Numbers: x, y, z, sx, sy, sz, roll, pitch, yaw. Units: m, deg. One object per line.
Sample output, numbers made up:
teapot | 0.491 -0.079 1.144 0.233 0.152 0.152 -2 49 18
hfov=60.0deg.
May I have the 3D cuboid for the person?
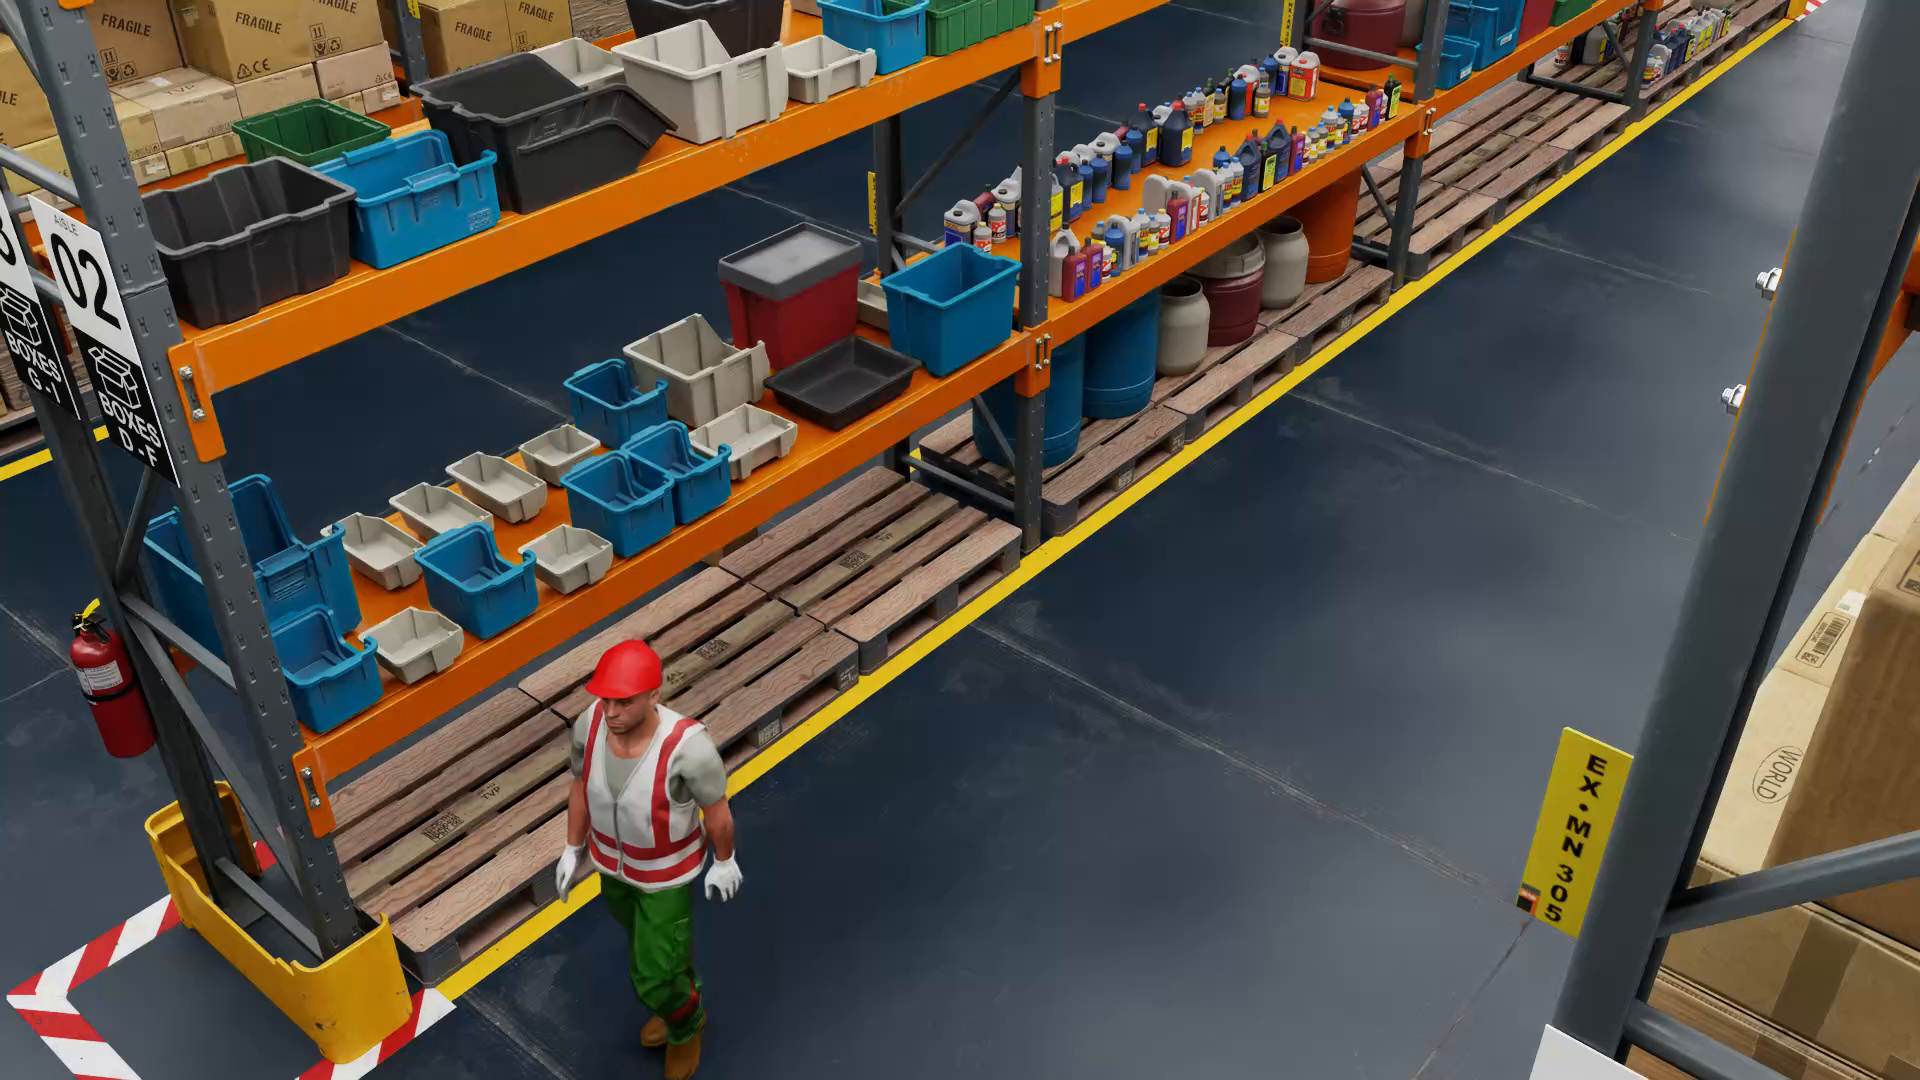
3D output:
person | -1.074 1.126 5.583 0.576 1.831 0.480 16 38 22
